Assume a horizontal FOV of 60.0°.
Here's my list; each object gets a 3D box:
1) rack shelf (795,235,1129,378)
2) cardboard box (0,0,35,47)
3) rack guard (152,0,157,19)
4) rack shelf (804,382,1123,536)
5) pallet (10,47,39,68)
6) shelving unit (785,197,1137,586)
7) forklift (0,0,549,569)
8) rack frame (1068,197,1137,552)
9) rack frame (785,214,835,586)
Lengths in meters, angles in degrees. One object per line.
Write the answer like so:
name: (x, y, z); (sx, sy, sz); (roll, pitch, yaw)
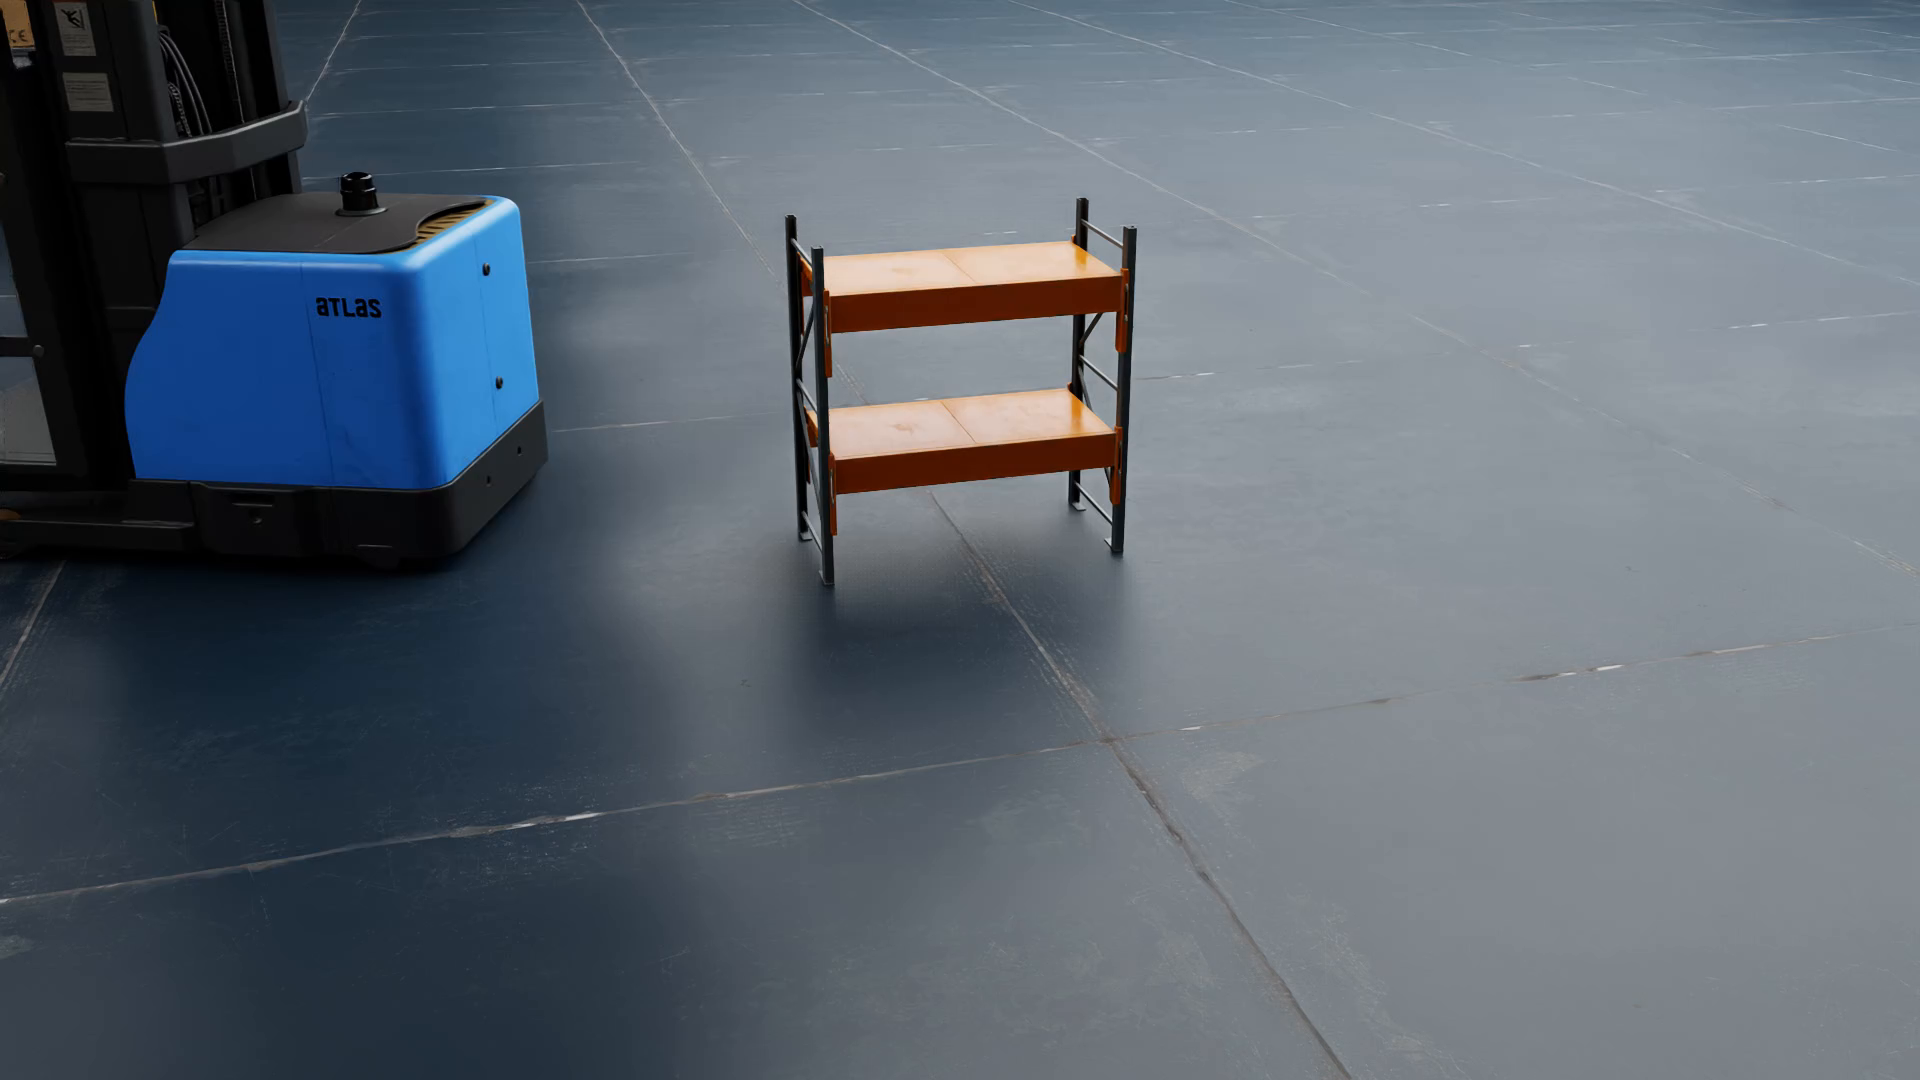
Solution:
rack shelf: (-0.007, -0.785, 5.495); (1.000, 0.278, 0.538); (-6, 24, -14)
cardboard box: (-9.696, -5.659, 17.379); (0.875, 0.875, 0.875); (-6, 24, -14)
rack guard: (-10.568, -7.251, 22.098); (0.348, 0.500, 1.175); (-6, 24, -14)
rack shelf: (-0.007, -0.292, 5.706); (1.000, 0.278, 0.538); (-6, 24, -14)
pallet: (-9.809, -5.143, 17.552); (1.213, 0.211, 1.003); (-6, 24, -14)
shelving unit: (-0.007, -0.516, 5.610); (1.048, 1.125, 0.538); (-6, 24, -14)
forklift: (-3.128, -1.485, 5.578); (3.031, 2.935, 1.130); (3, 23, 6)
rack frame: (0.483, -0.570, 5.736); (0.032, 1.125, 0.500); (-6, 24, -14)
rack frame: (-0.496, -0.462, 5.484); (0.032, 1.125, 0.500); (-6, 24, -14)
